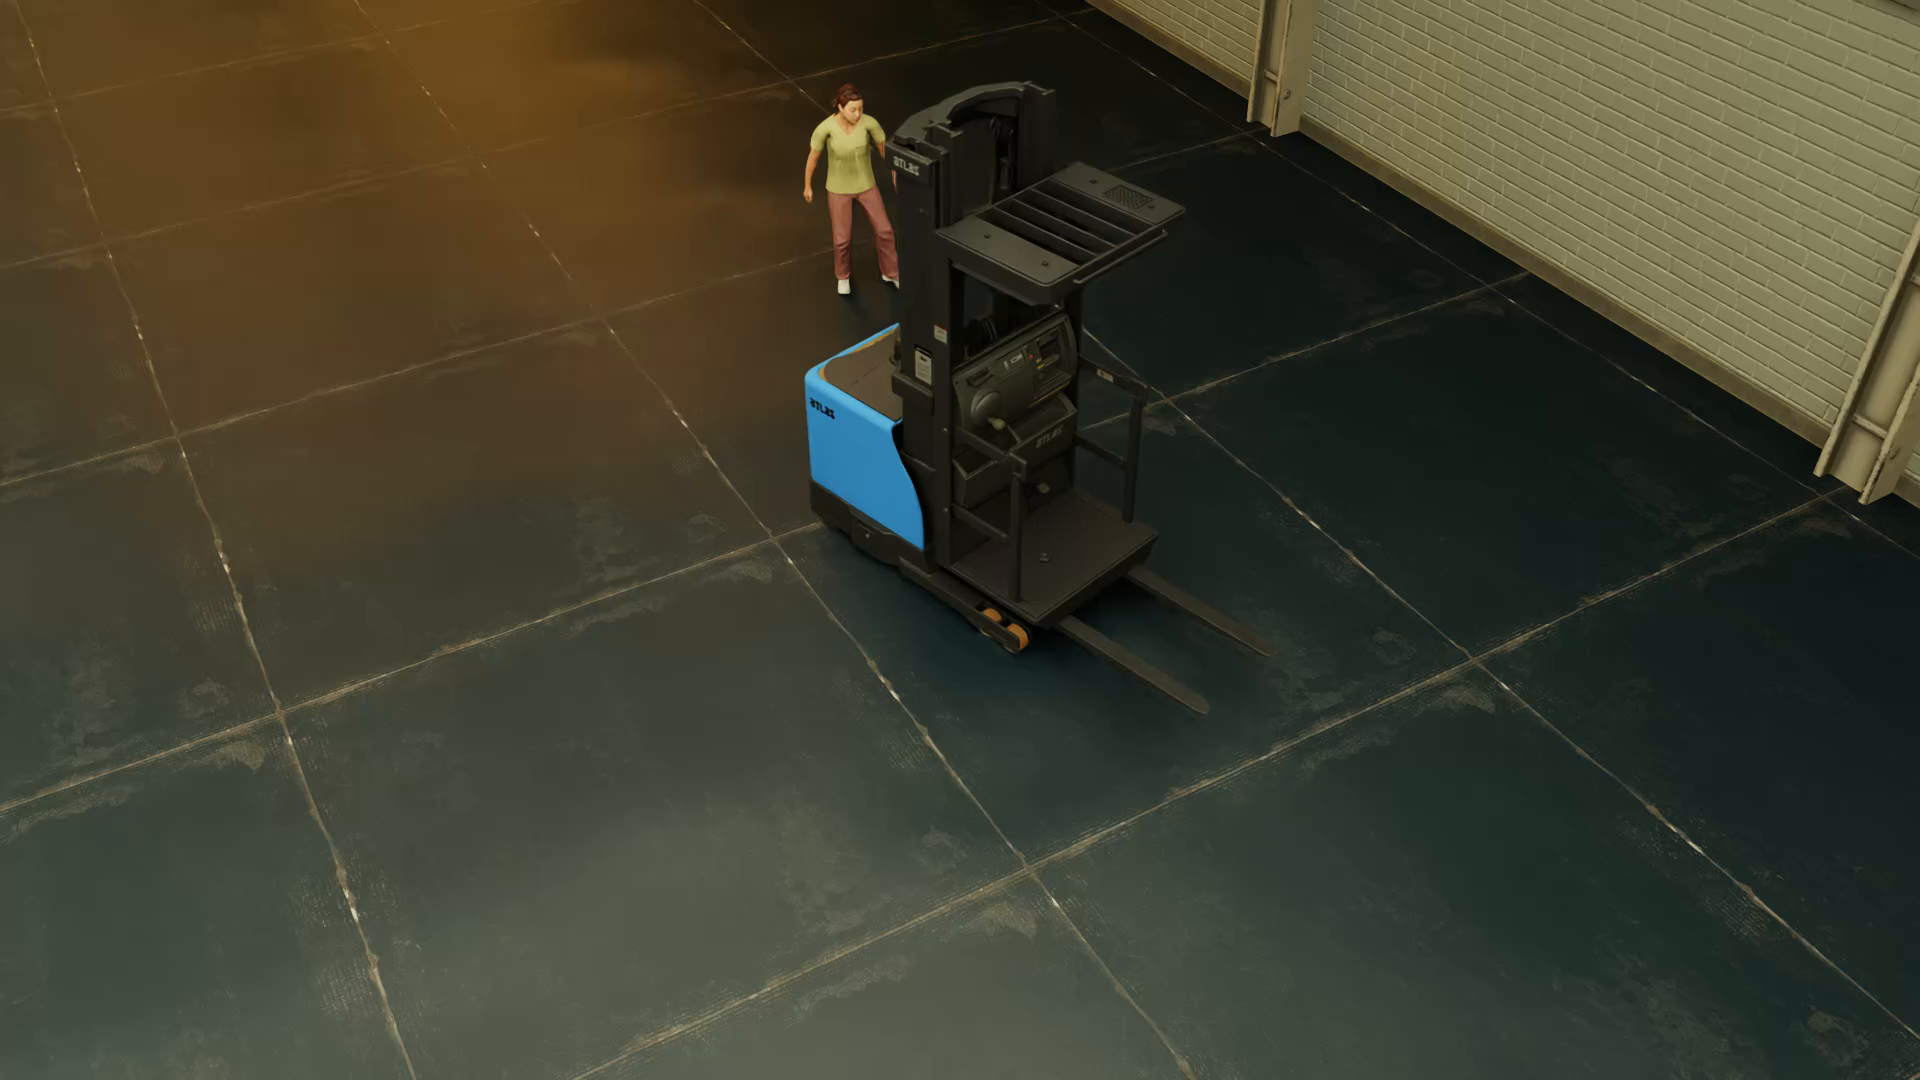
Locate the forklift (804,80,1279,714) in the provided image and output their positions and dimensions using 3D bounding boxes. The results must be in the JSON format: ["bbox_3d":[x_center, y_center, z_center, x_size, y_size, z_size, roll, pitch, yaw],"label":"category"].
[{"bbox_3d":[0.461,-0.857,9.070,3.031,2.935,1.130,32,49,33],"label":"forklift"}]

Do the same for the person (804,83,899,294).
[{"bbox_3d":[-0.759,-2.569,12.142,0.752,1.648,0.367,-10,41,-12],"label":"person"}]
